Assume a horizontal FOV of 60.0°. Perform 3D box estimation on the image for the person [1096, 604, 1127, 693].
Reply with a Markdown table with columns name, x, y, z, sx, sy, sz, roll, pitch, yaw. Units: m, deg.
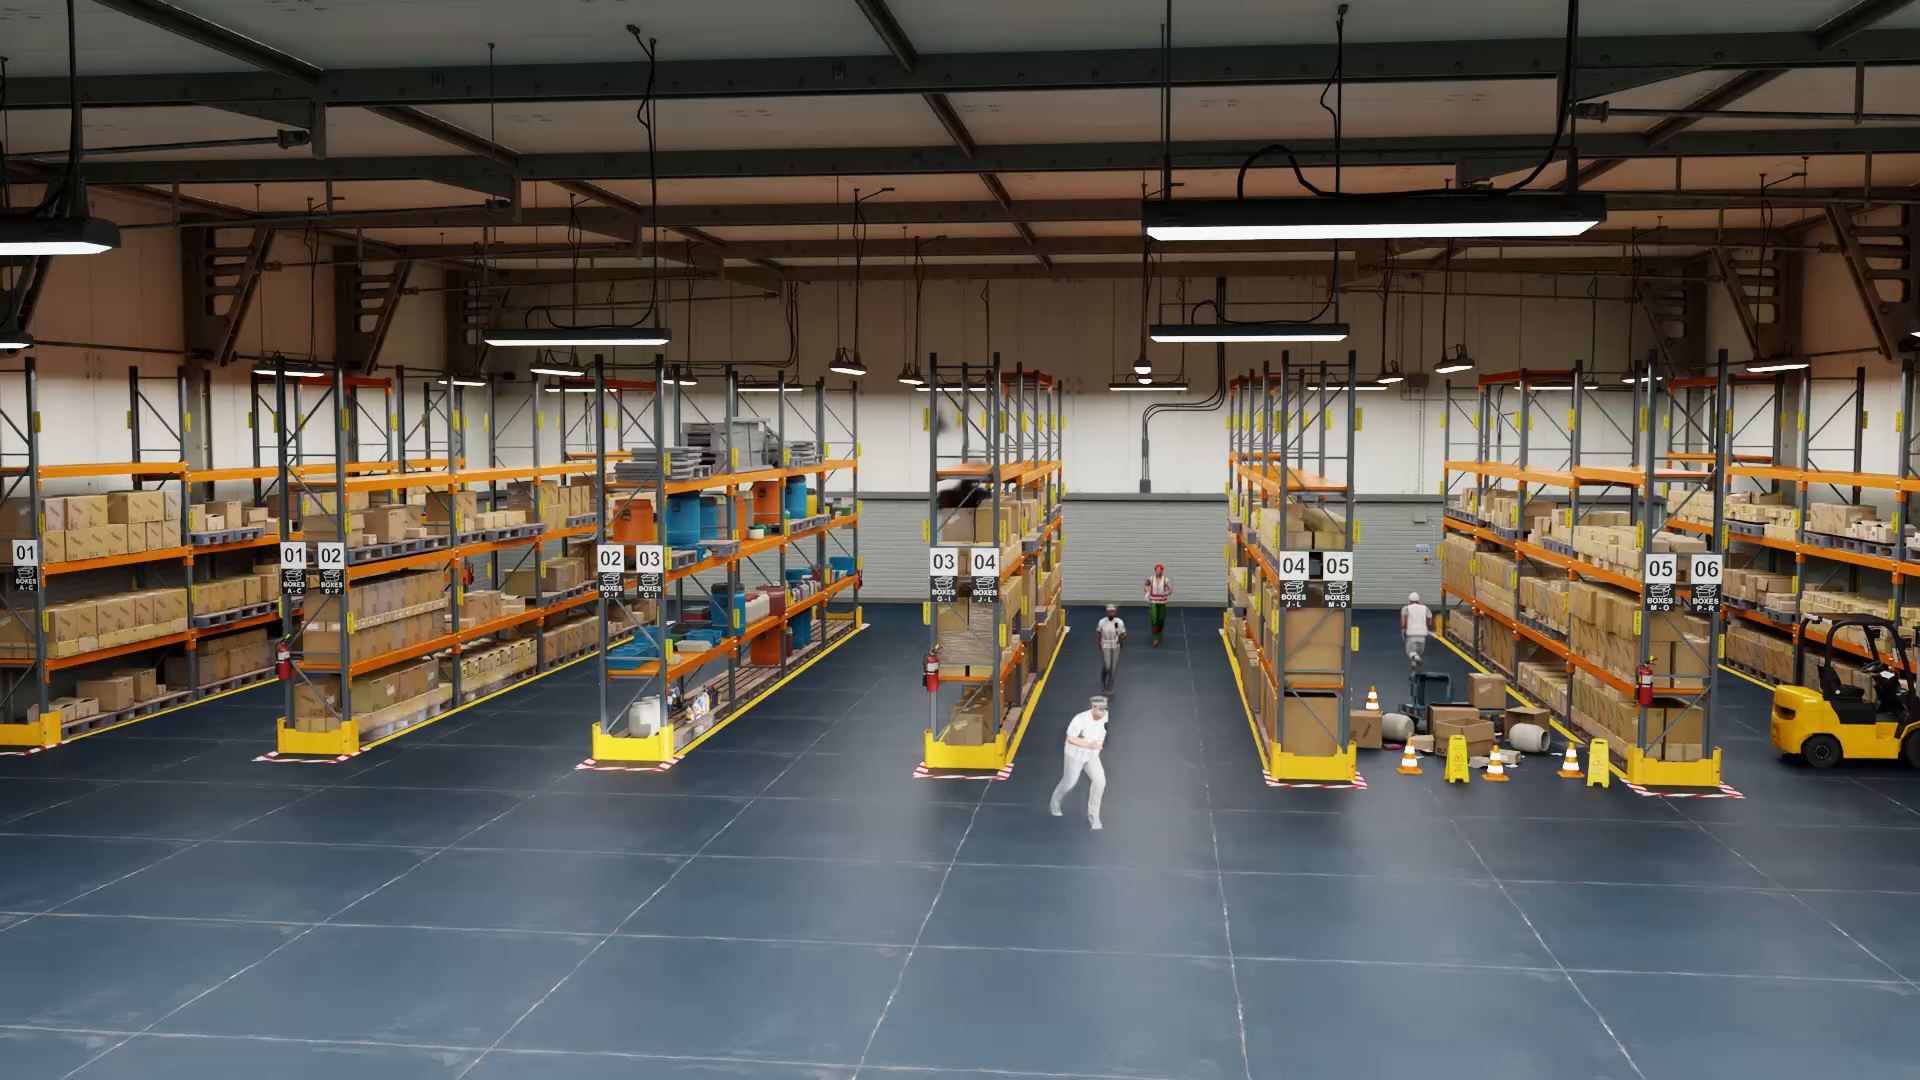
| name | x | y | z | sx | sy | sz | roll | pitch | yaw |
| --- | --- | --- | --- | --- | --- | --- | --- | --- | --- |
| person | 2.789 | 2.001 | 30.639 | 0.560 | 1.667 | 0.567 | 0 | 4 | 2 |

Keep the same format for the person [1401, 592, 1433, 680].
| name | x | y | z | sx | sy | sz | roll | pitch | yaw |
| --- | --- | --- | --- | --- | --- | --- | --- | --- | --- |
| person | 8.854 | 1.889 | 32.230 | 0.654 | 1.712 | 0.810 | 0 | 4 | 3 |

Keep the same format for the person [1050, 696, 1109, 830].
| name | x | y | z | sx | sy | sz | roll | pitch | yaw |
| --- | --- | --- | --- | --- | --- | --- | --- | --- | --- |
| person | 1.497 | 2.745 | 20.744 | 0.707 | 1.719 | 1.014 | -3 | 5 | -36 |

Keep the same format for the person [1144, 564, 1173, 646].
| name | x | y | z | sx | sy | sz | roll | pitch | yaw |
| --- | --- | --- | --- | --- | --- | --- | --- | --- | --- |
| person | 4.478 | 1.438 | 37.521 | 0.651 | 1.805 | 0.983 | 0 | 4 | 6 |
